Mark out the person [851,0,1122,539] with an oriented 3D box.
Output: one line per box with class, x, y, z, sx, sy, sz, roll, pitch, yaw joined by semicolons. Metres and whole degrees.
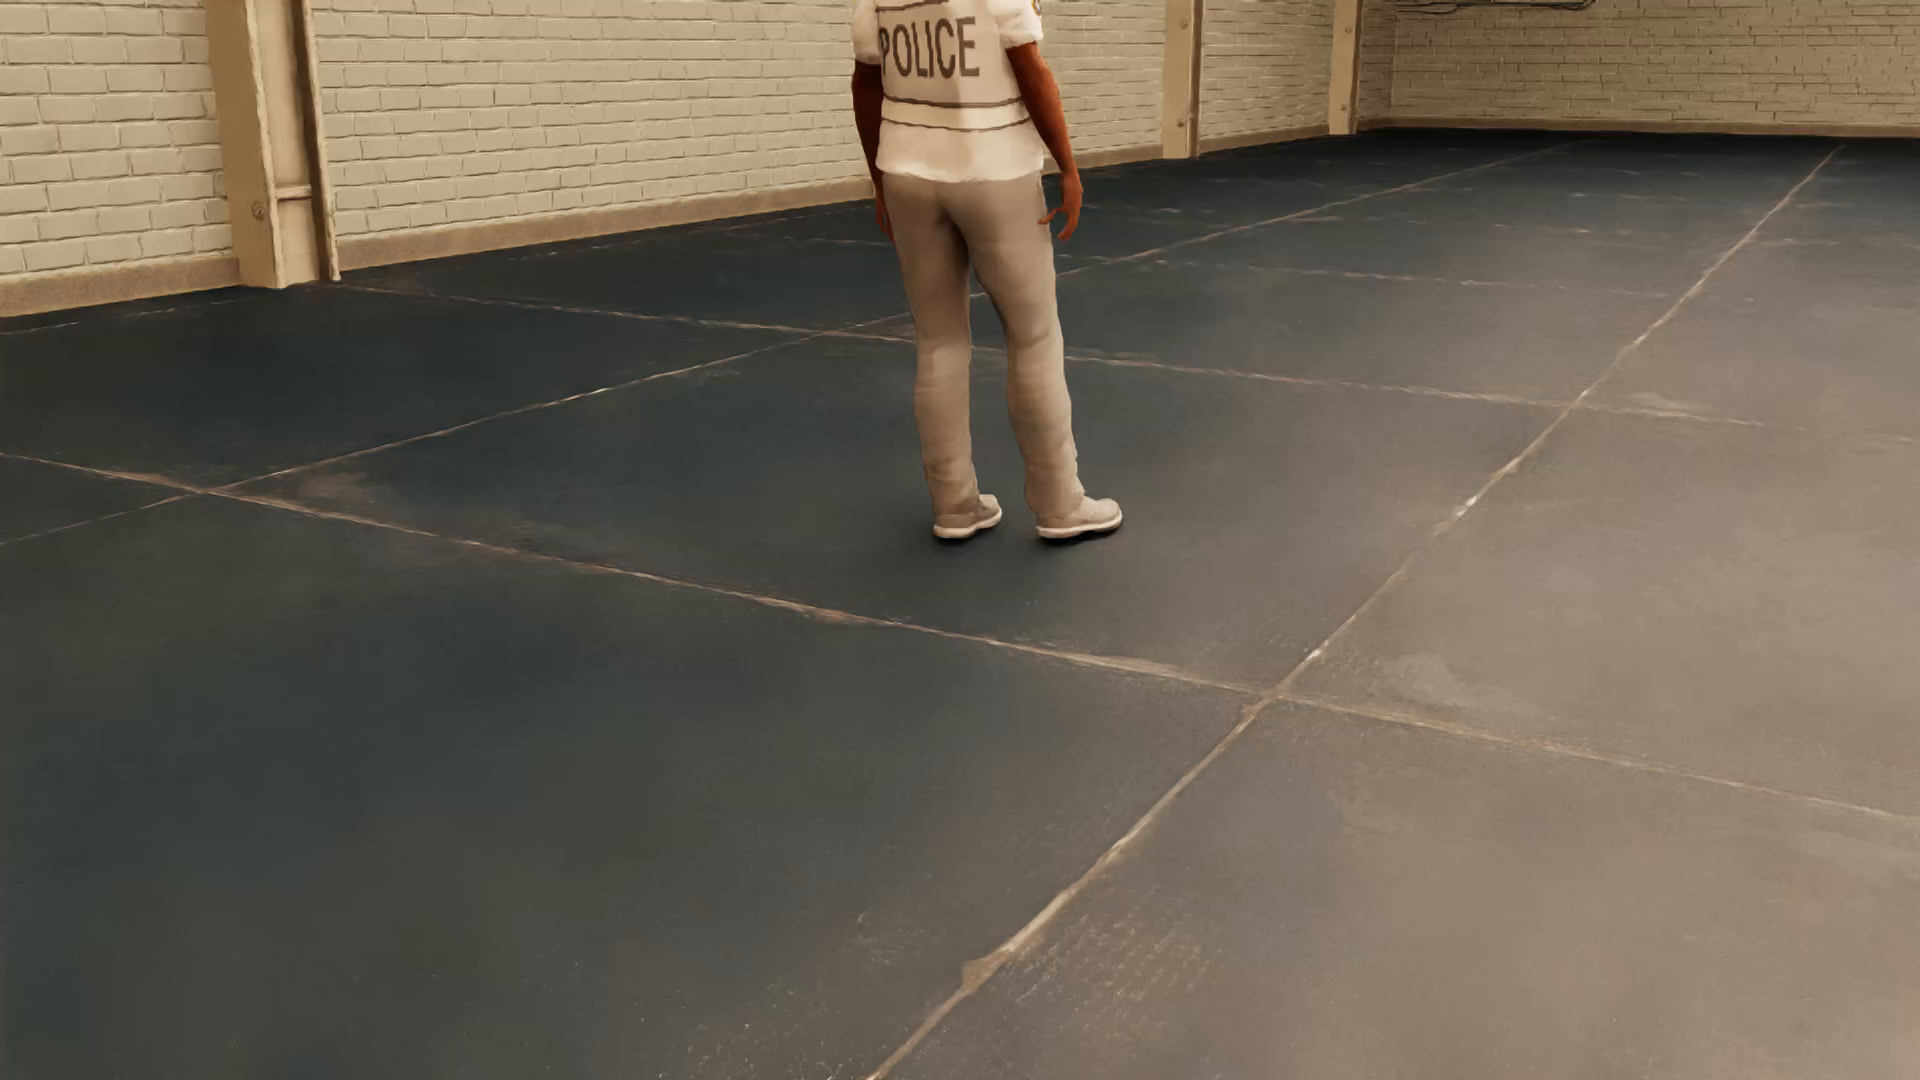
person;0.054;-0.836;3.852;0.570;1.695;0.529;9;19;28
